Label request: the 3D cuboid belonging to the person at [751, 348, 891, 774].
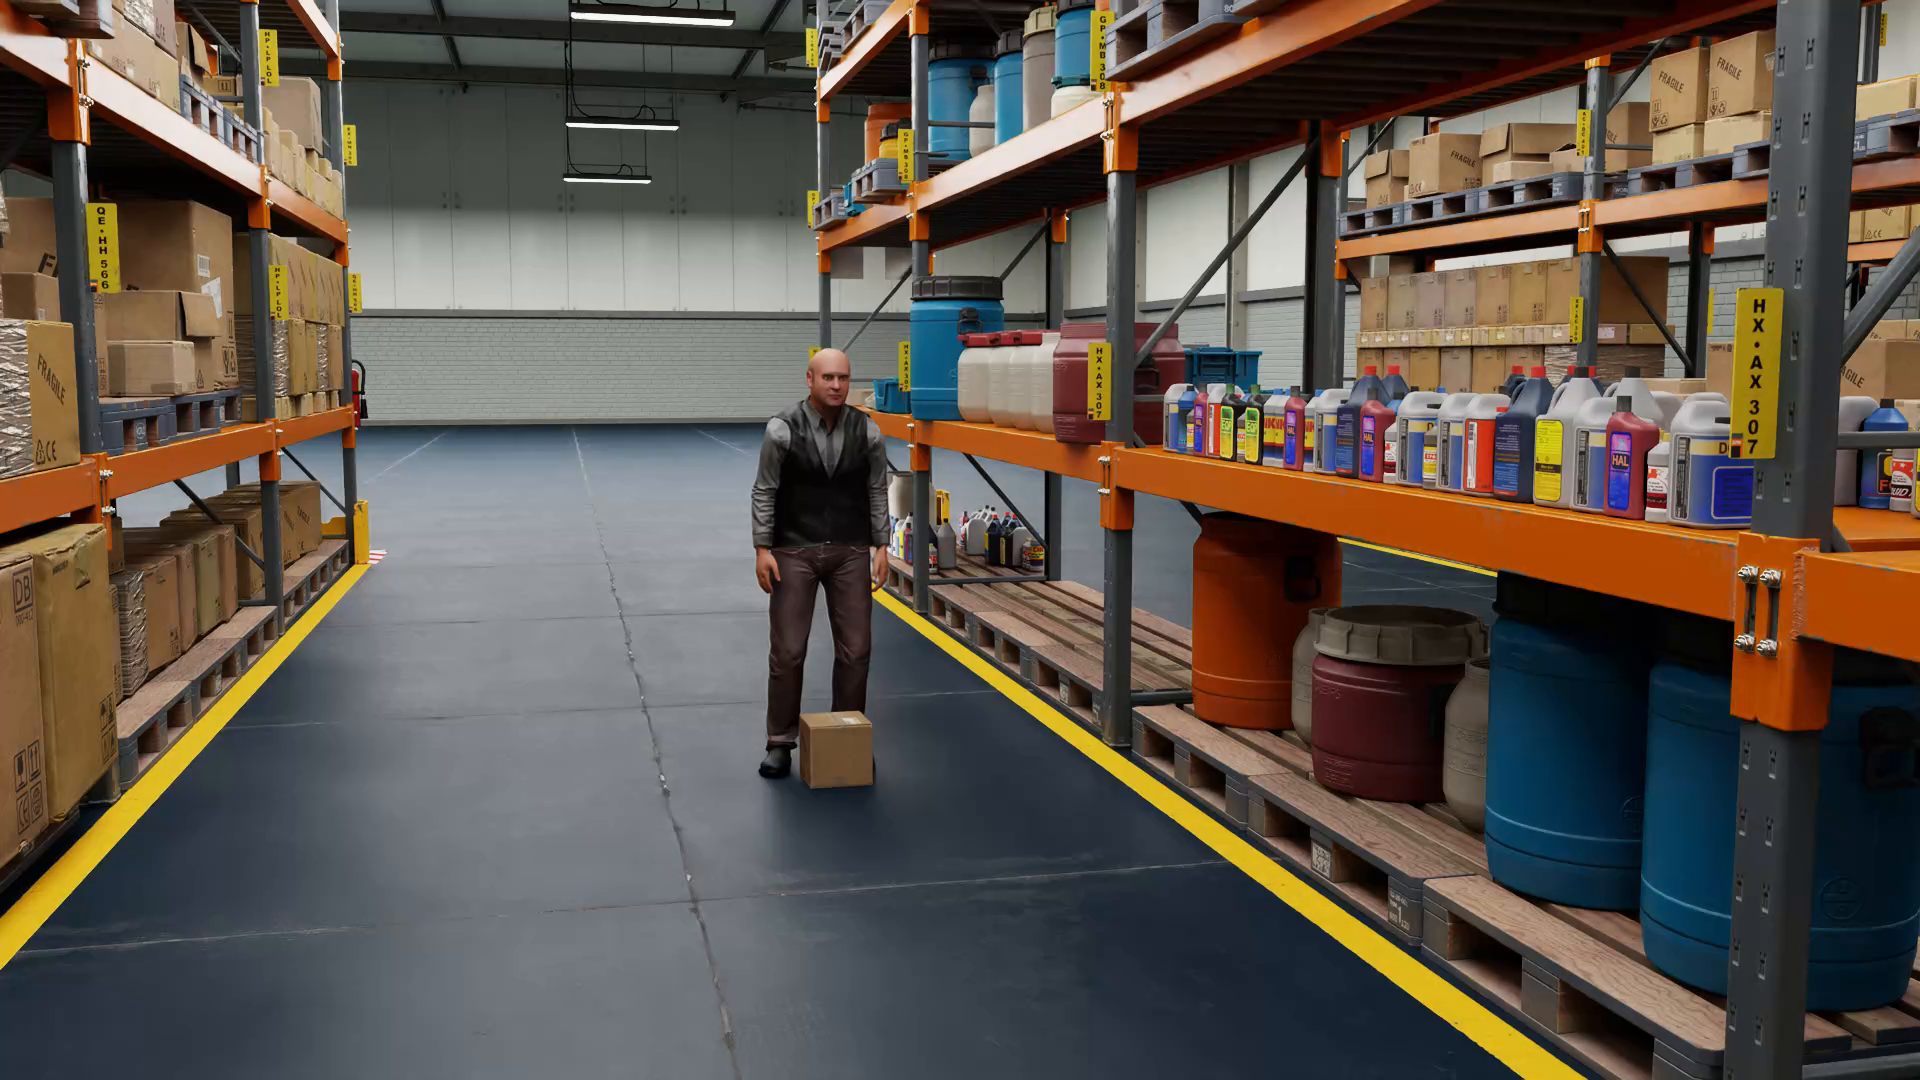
[{"bbox_3d":[-0.568,0.077,6.836,0.584,1.719,0.427,-2,6,-17],"label":"person"}]
